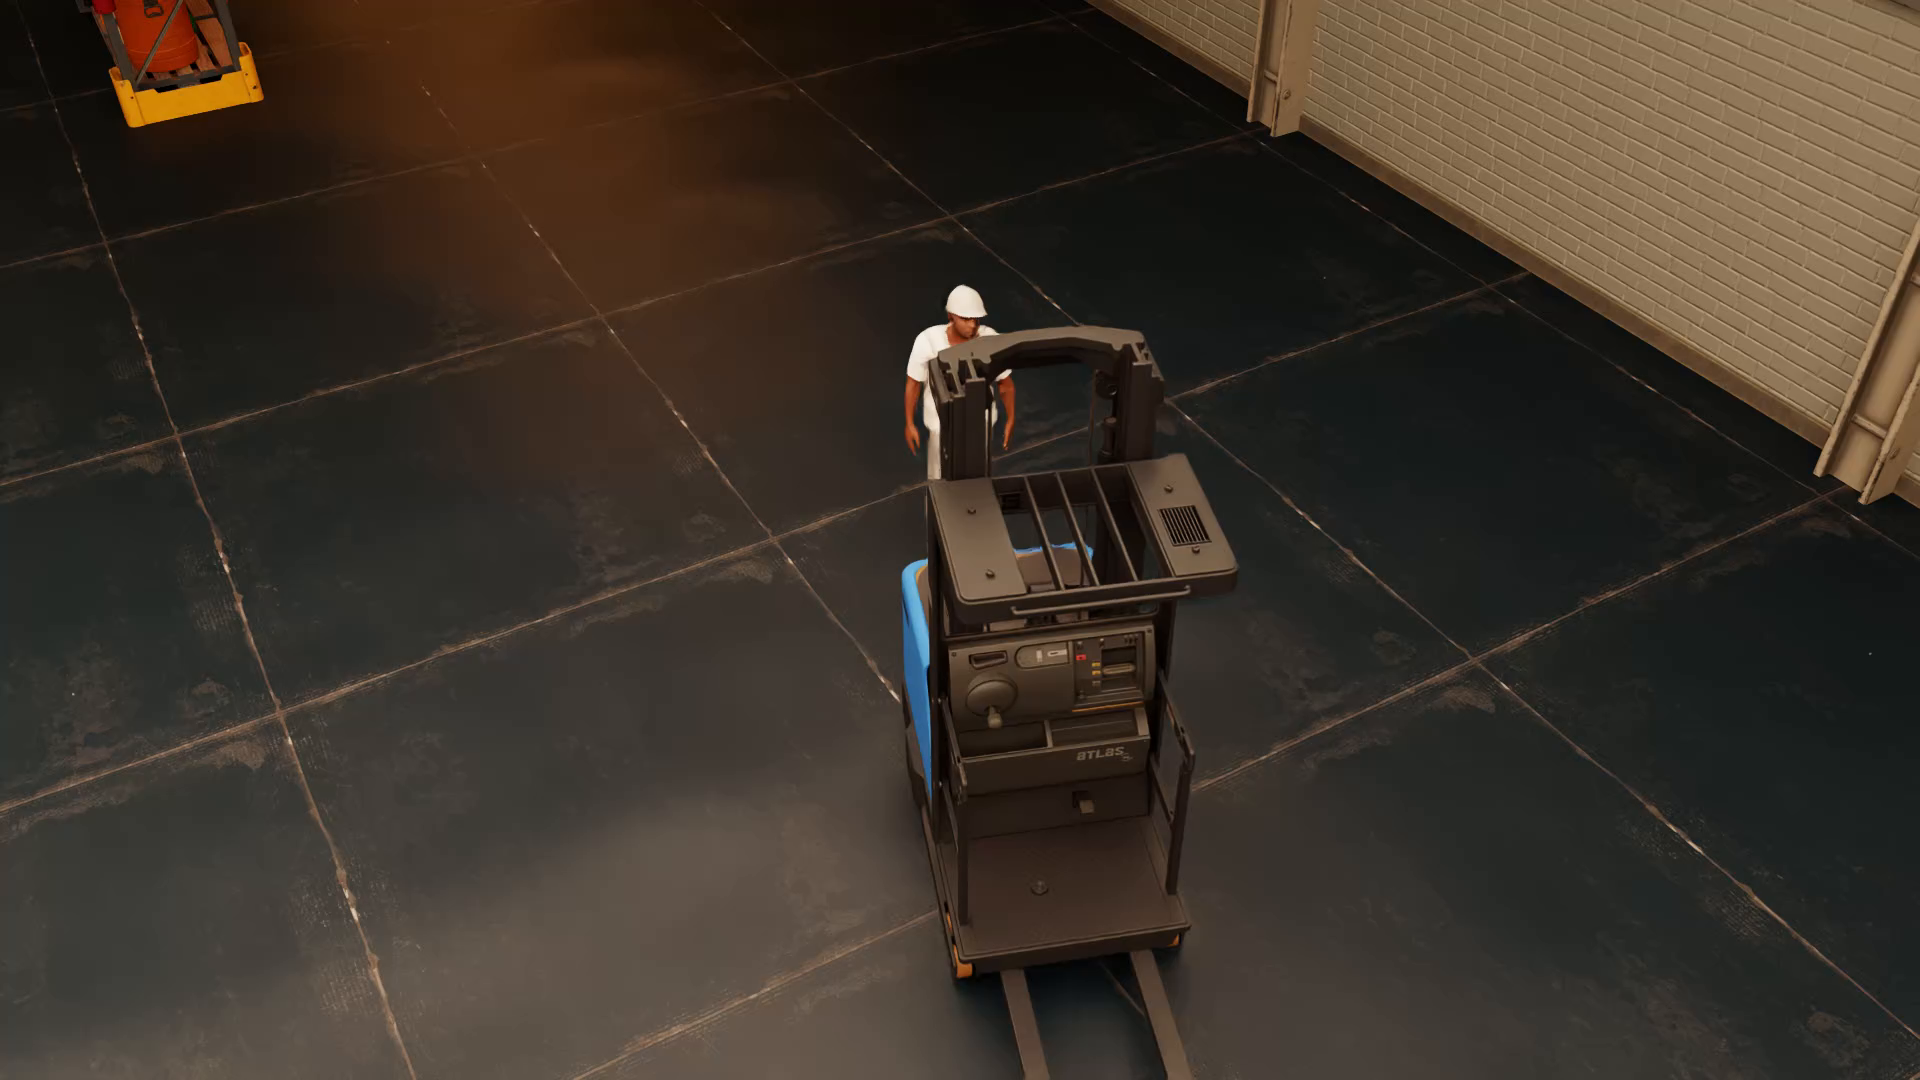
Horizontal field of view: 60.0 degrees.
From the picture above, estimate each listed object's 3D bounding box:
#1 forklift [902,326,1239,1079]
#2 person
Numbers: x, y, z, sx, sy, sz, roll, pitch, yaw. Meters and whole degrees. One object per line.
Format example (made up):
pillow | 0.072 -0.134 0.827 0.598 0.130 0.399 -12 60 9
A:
forklift | 0.452 0.680 7.216 1.130 2.935 3.031 -7 40 -8
person | 0.021 -0.615 9.684 0.661 1.768 0.638 -6 40 -7
